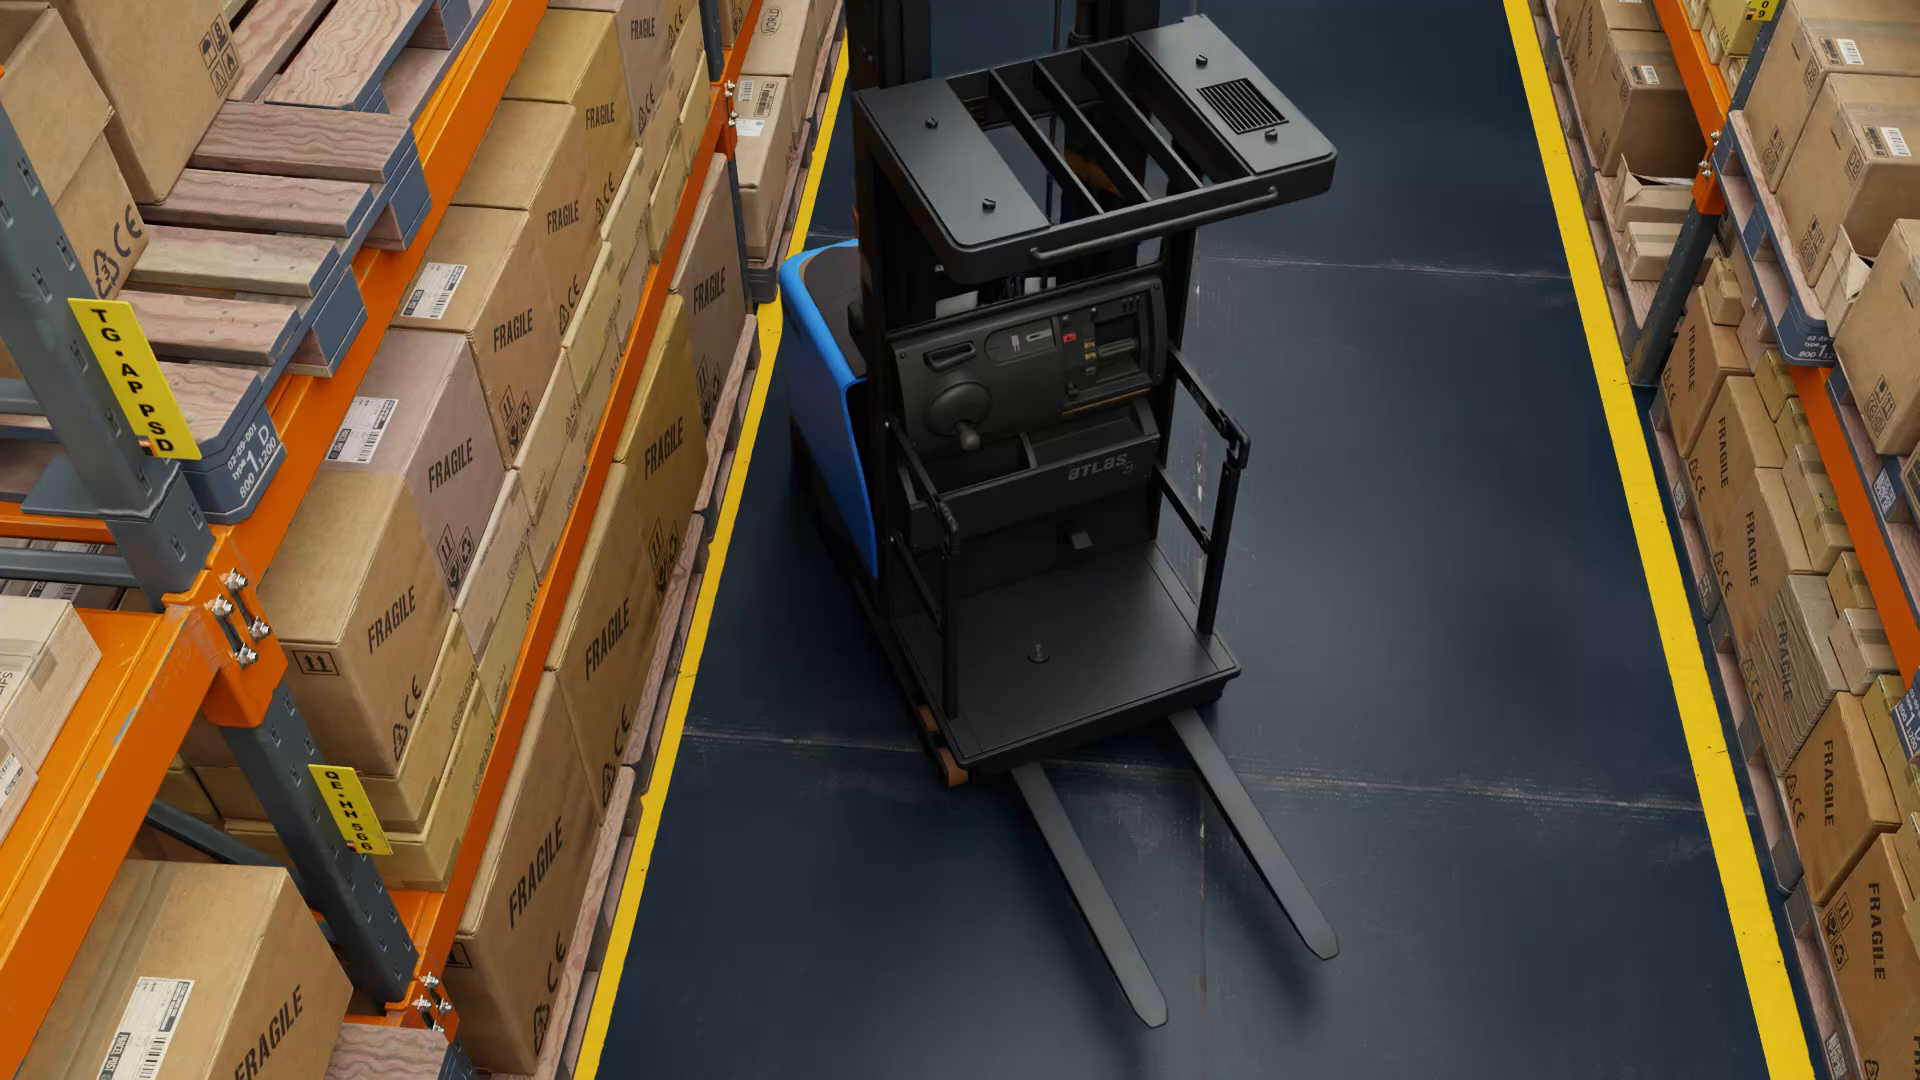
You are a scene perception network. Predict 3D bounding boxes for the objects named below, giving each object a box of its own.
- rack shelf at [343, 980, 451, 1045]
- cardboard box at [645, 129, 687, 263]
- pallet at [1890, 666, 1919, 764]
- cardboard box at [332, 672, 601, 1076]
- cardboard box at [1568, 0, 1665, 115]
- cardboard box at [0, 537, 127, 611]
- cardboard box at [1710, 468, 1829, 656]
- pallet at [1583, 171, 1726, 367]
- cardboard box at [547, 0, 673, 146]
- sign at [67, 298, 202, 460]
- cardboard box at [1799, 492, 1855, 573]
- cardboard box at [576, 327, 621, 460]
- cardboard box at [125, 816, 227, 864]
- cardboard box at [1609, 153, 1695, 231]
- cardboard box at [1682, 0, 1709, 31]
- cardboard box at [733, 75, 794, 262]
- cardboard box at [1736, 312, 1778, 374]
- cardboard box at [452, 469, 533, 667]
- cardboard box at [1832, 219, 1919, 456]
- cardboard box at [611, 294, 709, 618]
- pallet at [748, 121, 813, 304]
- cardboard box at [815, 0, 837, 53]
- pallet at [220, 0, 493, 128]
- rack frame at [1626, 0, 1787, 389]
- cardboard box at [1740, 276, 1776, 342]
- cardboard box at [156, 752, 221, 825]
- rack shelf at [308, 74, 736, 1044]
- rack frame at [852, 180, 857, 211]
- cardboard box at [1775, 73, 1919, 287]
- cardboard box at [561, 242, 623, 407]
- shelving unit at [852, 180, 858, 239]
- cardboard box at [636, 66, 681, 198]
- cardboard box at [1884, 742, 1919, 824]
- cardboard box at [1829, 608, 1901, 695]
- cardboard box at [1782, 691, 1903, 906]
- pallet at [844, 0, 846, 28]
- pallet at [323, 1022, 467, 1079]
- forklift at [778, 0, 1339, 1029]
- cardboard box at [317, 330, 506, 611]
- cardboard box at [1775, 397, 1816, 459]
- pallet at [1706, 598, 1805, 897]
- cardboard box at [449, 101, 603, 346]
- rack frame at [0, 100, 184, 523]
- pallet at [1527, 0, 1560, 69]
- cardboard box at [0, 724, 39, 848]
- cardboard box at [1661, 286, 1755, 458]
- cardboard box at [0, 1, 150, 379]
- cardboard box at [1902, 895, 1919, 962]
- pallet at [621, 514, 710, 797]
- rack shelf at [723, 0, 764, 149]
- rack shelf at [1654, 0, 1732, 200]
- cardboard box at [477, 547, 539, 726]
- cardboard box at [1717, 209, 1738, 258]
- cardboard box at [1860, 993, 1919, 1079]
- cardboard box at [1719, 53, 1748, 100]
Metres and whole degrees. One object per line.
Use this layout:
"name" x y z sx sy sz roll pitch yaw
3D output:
"rack shelf" -2.003 2.616 2.838 1.077 0.370 4.000 4 48 4
"cardboard box" -1.294 -1.264 6.001 0.500 0.250 0.500 3 48 3
"pallet" 3.114 0.797 4.144 1.213 0.211 1.003 4 48 4
"cardboard box" -1.675 0.977 5.004 0.875 0.875 0.875 3 48 3
"cardboard box" 3.437 -2.491 8.431 0.500 0.500 0.500 5 48 4
"cardboard box" -2.034 0.135 3.874 0.500 0.500 0.500 3 48 2
"cardboard box" 3.130 0.096 6.064 0.500 0.500 0.500 3 48 2
"pallet" 3.550 -1.268 7.792 1.003 0.211 1.213 4 48 4
"cardboard box" -1.287 -1.681 5.535 0.500 0.500 0.500 5 48 4
"sign" -1.281 -0.245 2.584 0.100 0.325 0.005 4 48 4
"cardboard box" 3.133 -0.012 5.724 0.380 0.149 0.250 5 48 5
"cardboard box" -1.402 -0.515 5.315 0.500 0.250 0.500 4 48 4
"cardboard box" -2.033 0.566 4.328 0.500 0.250 0.500 2 48 2
"cardboard box" 3.278 -1.615 7.788 0.396 0.266 0.258 5 48 5
"cardboard box" 3.266 -2.256 6.977 0.380 0.149 0.250 5 48 5
"cardboard box" -1.292 -1.766 7.811 0.875 0.438 0.875 3 48 3
"cardboard box" 3.241 -0.767 6.414 0.380 0.149 0.250 3 48 2
"cardboard box" -1.481 0.050 4.460 0.500 0.250 0.500 5 48 4
"cardboard box" 3.101 -0.582 4.923 0.700 0.500 0.500 4 48 3
"cardboard box" -1.508 -0.335 6.205 0.875 0.875 0.875 5 48 5
"pallet" -1.309 -1.648 8.140 1.003 0.211 1.213 4 48 4
"cardboard box" -1.128 -3.087 9.018 0.875 0.438 0.875 5 48 5
"pallet" -1.716 -1.343 4.067 1.003 0.211 1.213 6 48 5
"rack frame" 3.487 -1.704 6.302 1.000 3.000 0.127 4 48 4
"cardboard box" 3.213 -0.882 6.318 0.380 0.149 0.250 2 48 2
"cardboard box" -2.030 0.413 4.128 0.500 0.250 0.500 4 48 3
"rack shelf" -1.639 -0.323 5.526 1.077 0.370 4.000 4 48 4
"rack frame" -0.330 -1.080 7.053 0.200 1.050 0.008 -8 44 -8
"cardboard box" 3.173 -1.159 5.451 0.700 0.500 0.500 4 48 4
"cardboard box" -1.364 -0.687 5.134 0.500 0.250 0.500 5 48 4
"shelving unit" -0.306 -0.997 6.966 0.215 1.050 0.252 -8 44 -8
"cardboard box" -1.293 -1.445 5.828 0.500 0.250 0.500 5 48 4
"cardboard box" 3.046 0.754 5.023 0.380 0.149 0.250 5 48 5
"cardboard box" 3.064 0.366 5.379 0.380 0.149 0.250 2 48 2
"cardboard box" 3.048 0.860 5.366 0.500 0.500 0.500 6 48 5
"pallet" -1.087 -3.441 9.780 1.003 0.211 1.213 4 48 4
"pallet" -1.780 1.500 3.502 1.213 0.211 1.003 4 48 4
"forklift" 0.322 -0.466 5.216 1.130 2.935 3.031 -17 50 -15
"cardboard box" -1.497 -0.178 4.161 0.500 0.500 0.500 4 48 4
"cardboard box" 3.218 -0.375 6.056 0.380 0.149 0.250 3 48 3
"pallet" 3.342 0.736 5.960 1.003 0.211 1.213 4 48 4
"cardboard box" -1.385 -0.928 4.847 0.500 0.500 0.500 5 48 4
"rack frame" -1.821 -1.121 1.703 1.000 3.000 0.127 4 48 4
"pallet" 3.773 -3.061 9.432 1.003 0.211 1.213 4 48 4
"cardboard box" -1.655 0.405 2.510 0.380 0.149 0.250 4 48 4
"cardboard box" 3.219 -0.662 6.758 0.500 0.500 0.500 6 48 5
"cardboard box" -1.937 -0.572 2.879 0.797 0.503 0.637 1 48 1
"cardboard box" 2.909 1.135 4.674 0.380 0.149 0.250 2 48 2
"pallet" -1.560 0.377 6.288 1.003 0.211 1.213 4 48 4
"rack shelf" -1.274 -3.262 8.214 1.077 0.370 4.000 4 48 4
"rack shelf" 3.669 -2.931 7.912 1.077 0.370 4.000 4 48 4
"cardboard box" -1.497 0.233 4.631 0.500 0.250 0.500 3 48 2
"cardboard box" 3.782 -1.408 7.569 0.500 0.311 0.500 5 48 5
"cardboard box" 2.947 1.612 4.678 0.500 0.500 0.500 5 48 5
"cardboard box" 3.264 -1.871 6.624 0.380 0.149 0.250 4 48 4
